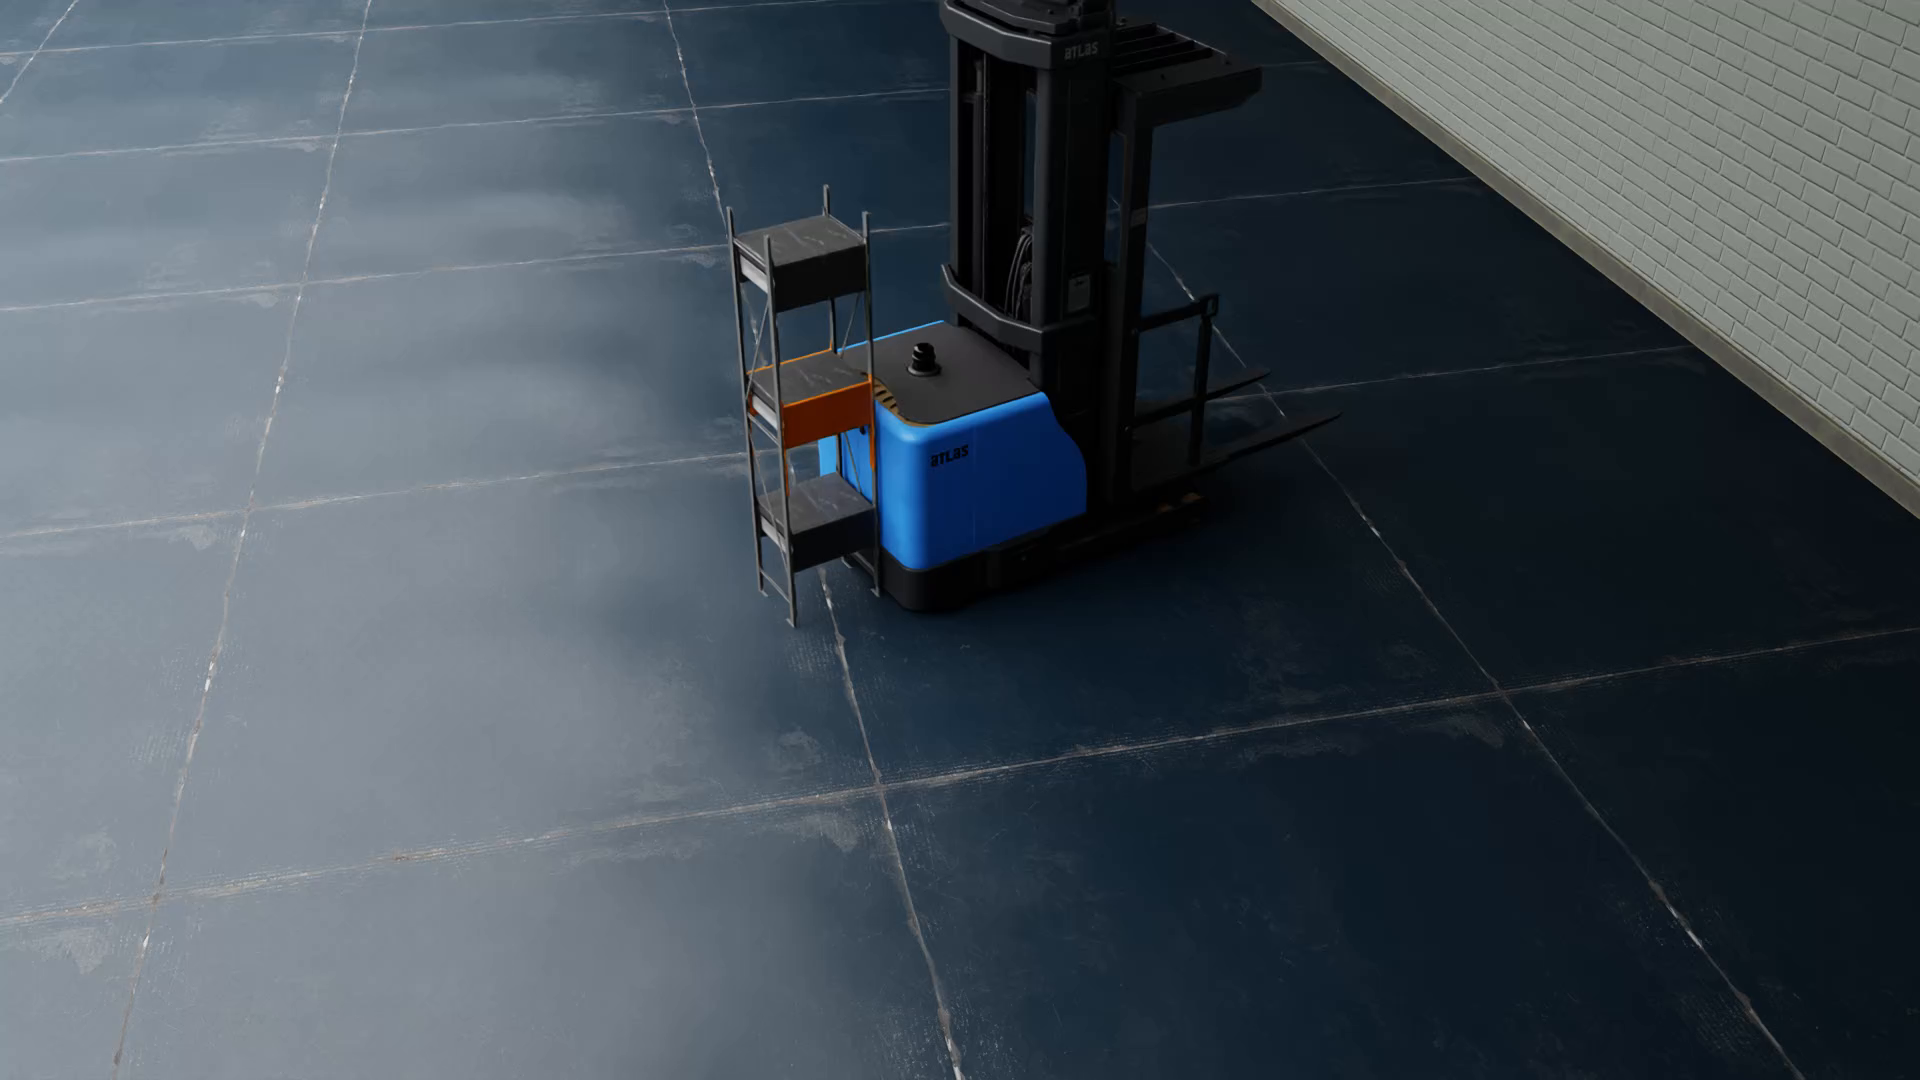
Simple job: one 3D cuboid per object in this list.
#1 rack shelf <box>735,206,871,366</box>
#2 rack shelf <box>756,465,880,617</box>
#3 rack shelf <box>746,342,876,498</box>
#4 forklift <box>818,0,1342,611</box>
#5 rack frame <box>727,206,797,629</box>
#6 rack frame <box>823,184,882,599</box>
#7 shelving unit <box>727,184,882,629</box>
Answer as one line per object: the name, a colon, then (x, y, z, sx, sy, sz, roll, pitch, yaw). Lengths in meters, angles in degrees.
rack shelf: (-0.722, -1.164, 7.591, 0.480, 0.518, 0.431, -19, 38, -26)
rack shelf: (-0.722, -0.001, 8.371, 0.480, 0.518, 0.431, -19, 38, -26)
rack shelf: (-0.722, -0.582, 7.981, 0.480, 0.518, 0.431, -19, 38, -26)
forklift: (0.765, -1.478, 8.545, 3.031, 2.935, 1.130, -19, 38, -26)
rack frame: (-0.928, -0.521, 7.865, 0.015, 2.100, 0.400, -19, 38, -26)
rack frame: (-0.515, -0.666, 8.082, 0.015, 2.100, 0.400, -19, 38, -26)
shelving unit: (-0.722, -0.594, 7.974, 0.503, 2.100, 0.431, -19, 38, -26)
